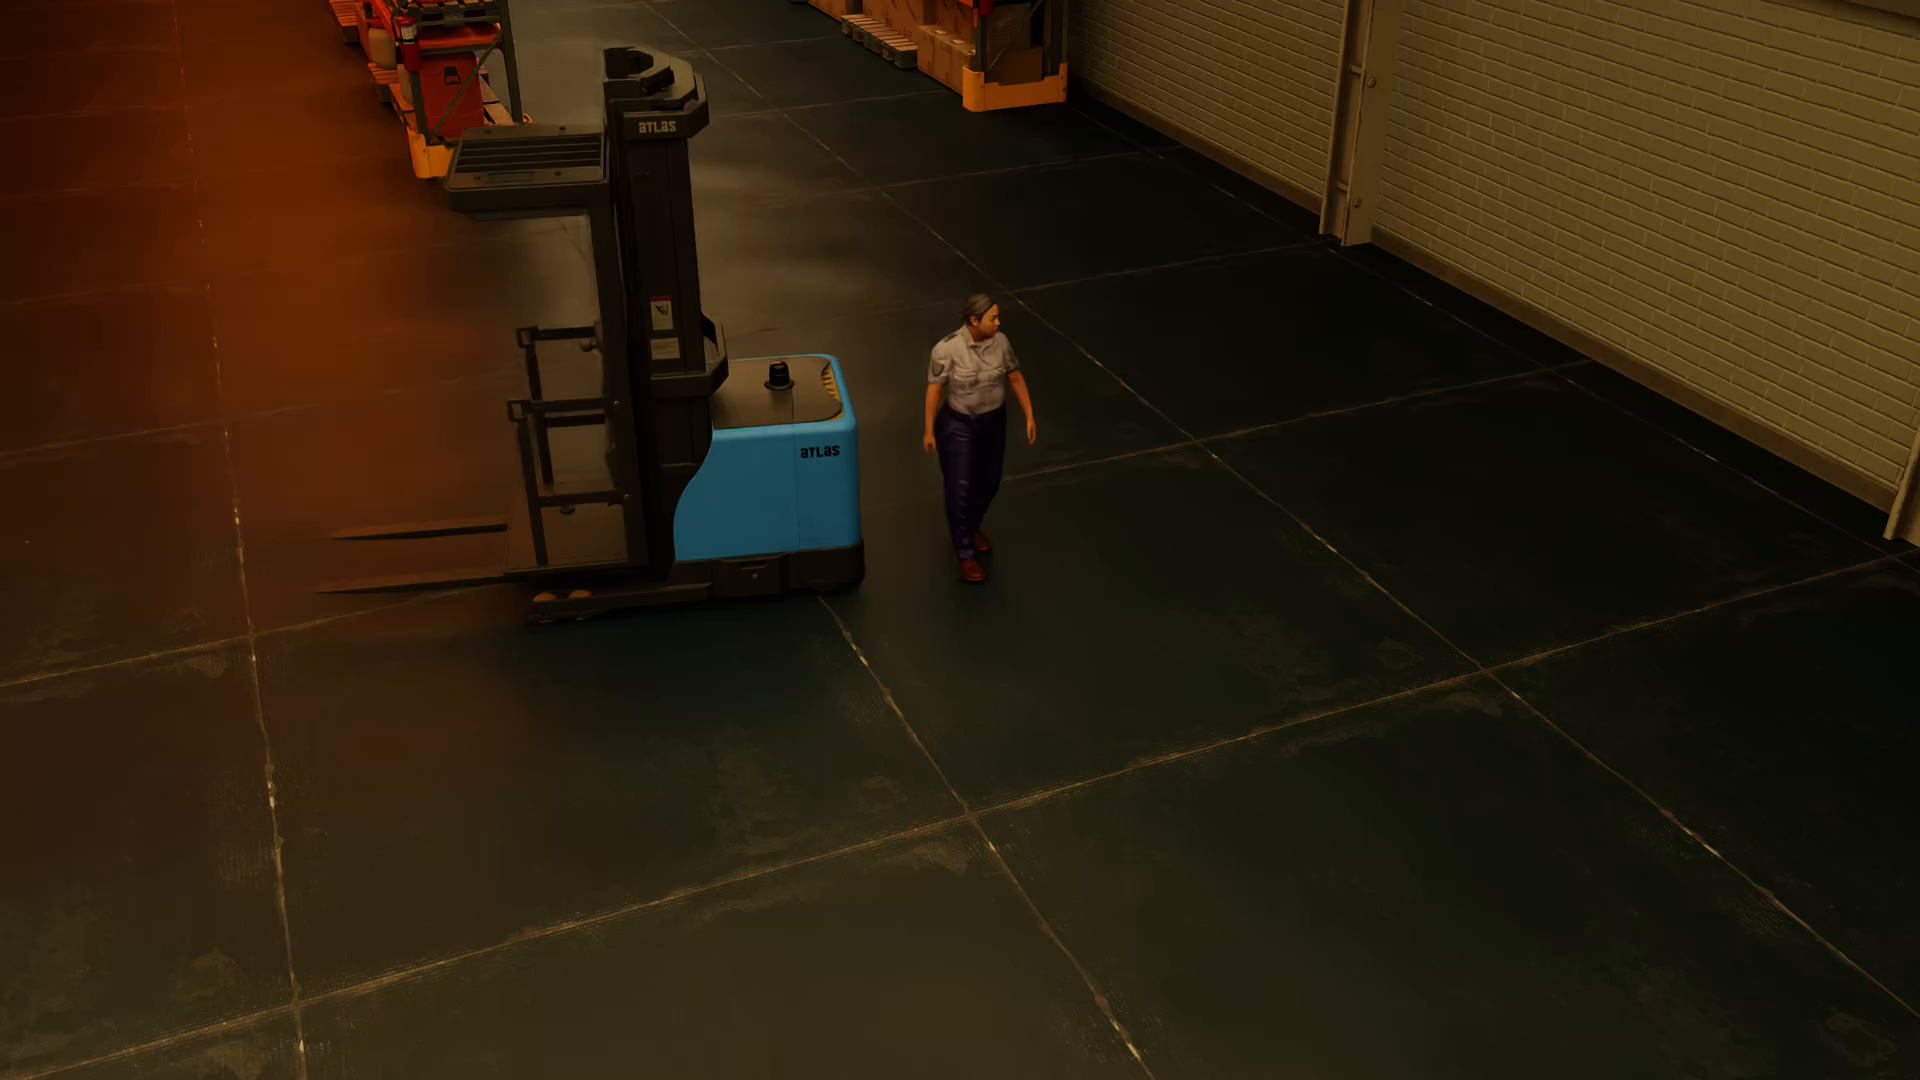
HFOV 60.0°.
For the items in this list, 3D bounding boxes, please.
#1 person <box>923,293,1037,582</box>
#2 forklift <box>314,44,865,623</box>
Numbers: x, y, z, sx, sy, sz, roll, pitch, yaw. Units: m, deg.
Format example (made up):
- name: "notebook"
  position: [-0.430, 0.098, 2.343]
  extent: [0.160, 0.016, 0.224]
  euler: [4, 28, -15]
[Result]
- name: "person"
  position: [0.130, -0.611, 9.522]
  extent: [0.630, 1.614, 0.625]
  euler: [-17, 34, -27]
- name: "forklift"
  position: [-2.116, -1.092, 9.030]
  extent: [3.031, 2.935, 1.130]
  euler: [-5, 30, -9]
